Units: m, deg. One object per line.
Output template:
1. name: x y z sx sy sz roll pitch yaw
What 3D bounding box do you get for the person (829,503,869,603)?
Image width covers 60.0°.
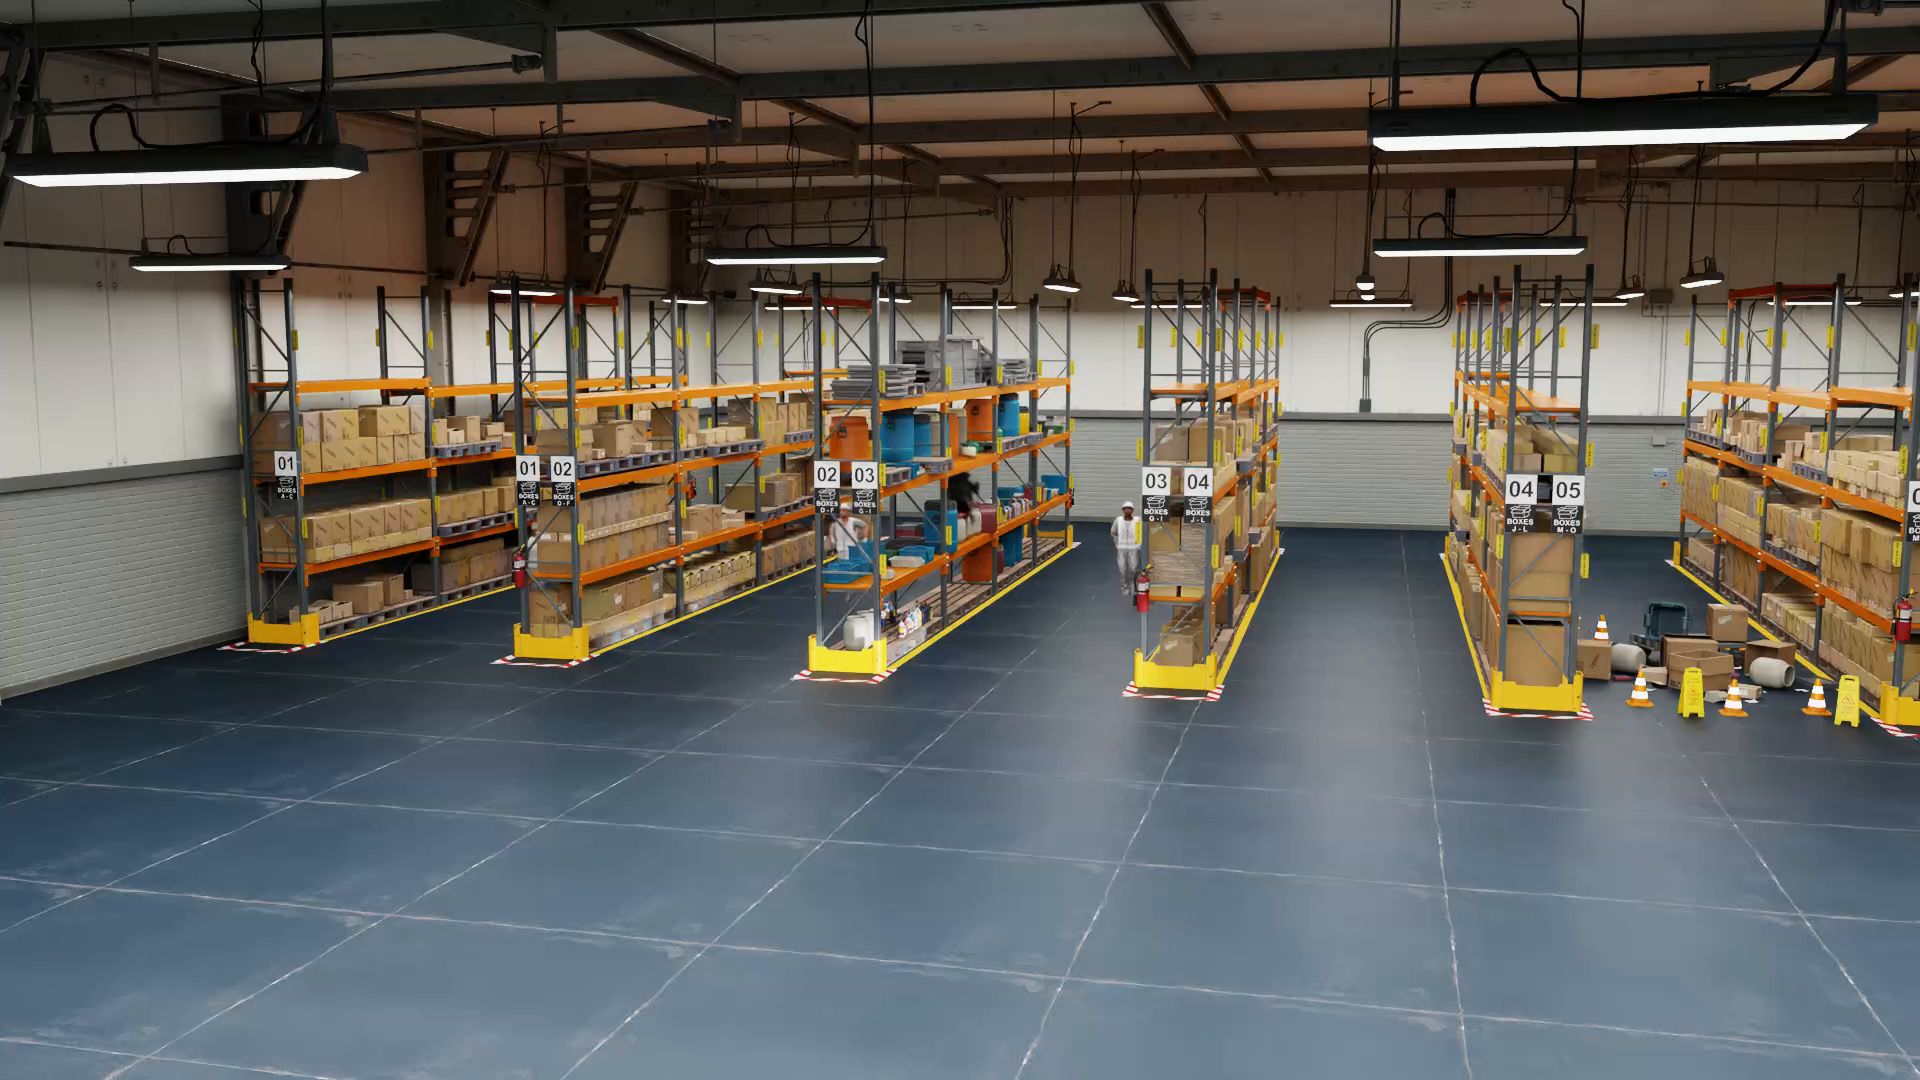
1. person: -2.041 0.234 30.076 0.675 1.810 0.830 2 7 18

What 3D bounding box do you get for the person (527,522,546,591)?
1. person: -7.780 0.506 30.605 0.563 1.658 0.572 0 7 4

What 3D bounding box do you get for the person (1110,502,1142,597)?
1. person: 3.088 0.183 30.609 0.672 1.770 0.567 1 7 10
